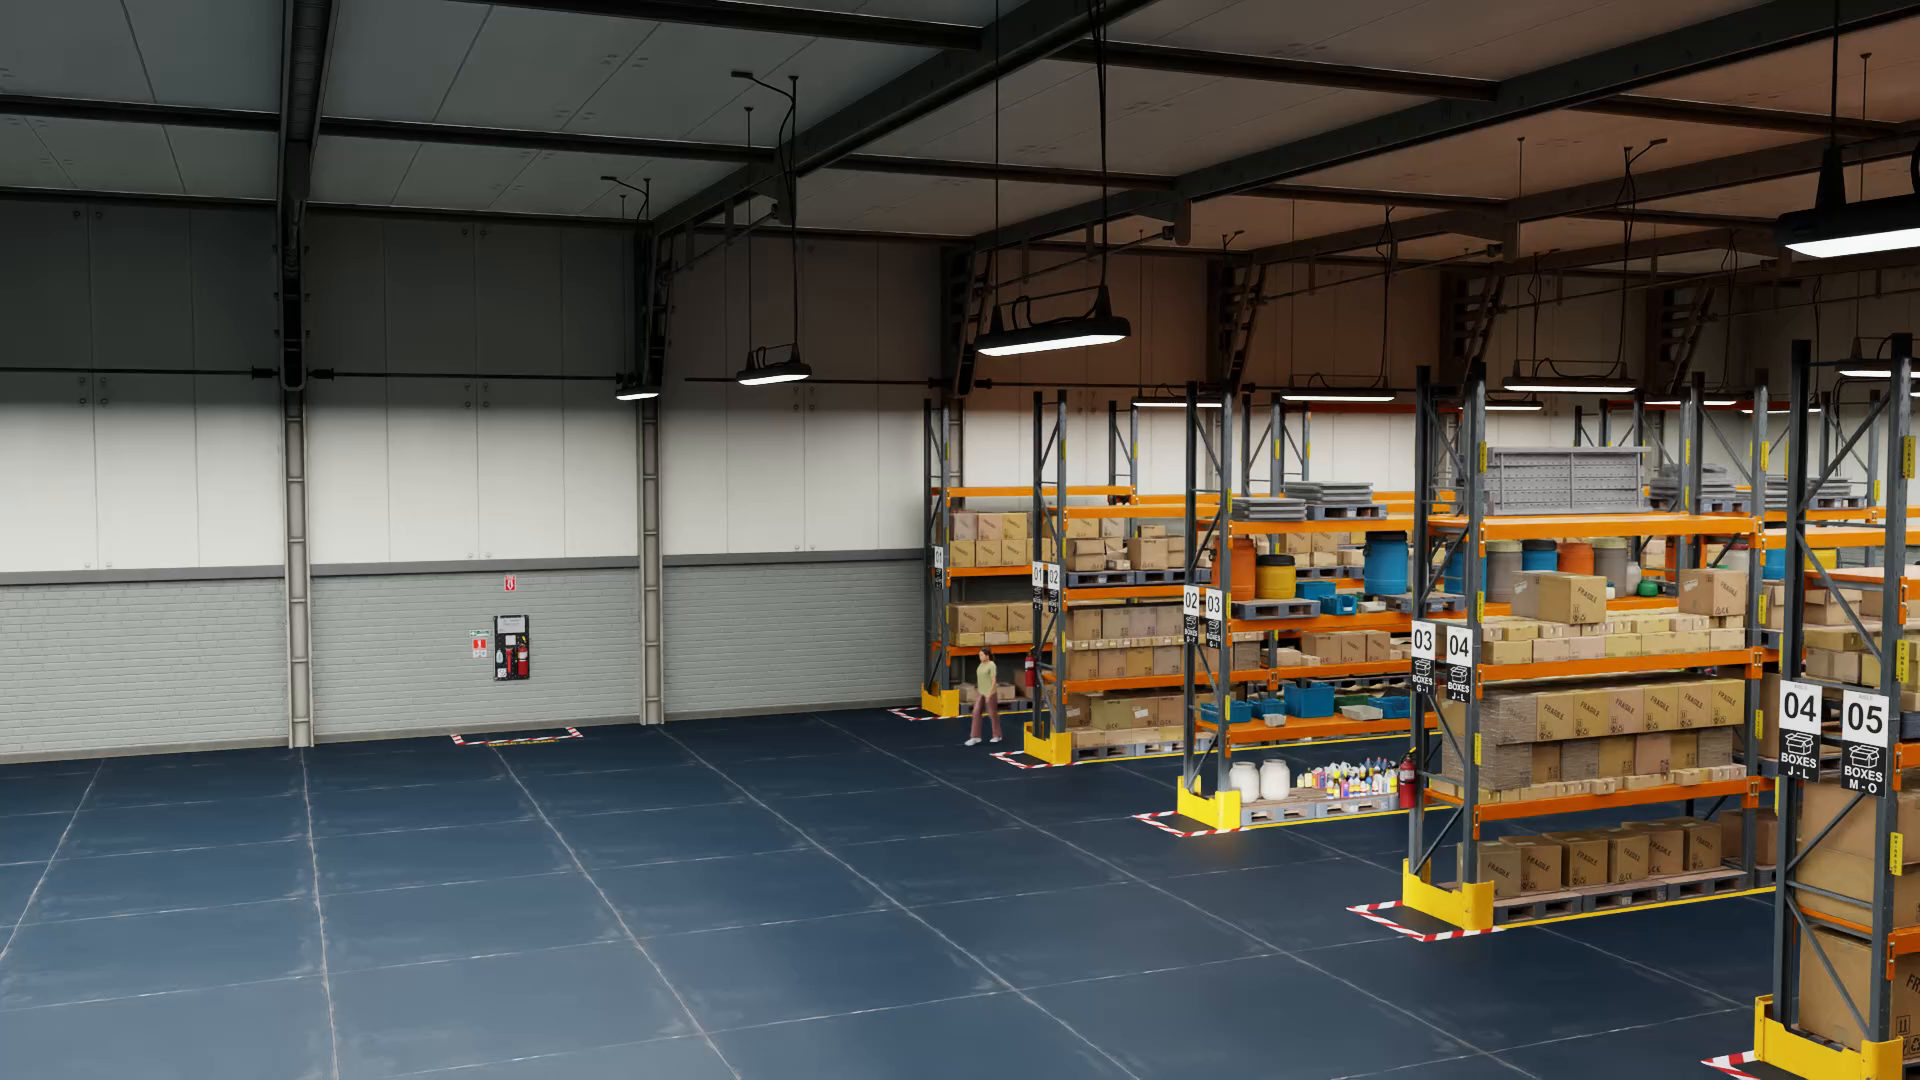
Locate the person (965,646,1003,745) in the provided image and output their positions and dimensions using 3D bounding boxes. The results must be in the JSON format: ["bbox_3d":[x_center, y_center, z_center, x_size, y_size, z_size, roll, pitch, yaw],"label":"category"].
[{"bbox_3d":[0.435,2.655,28.447,0.689,1.680,0.495,-3,4,-38],"label":"person"}]
